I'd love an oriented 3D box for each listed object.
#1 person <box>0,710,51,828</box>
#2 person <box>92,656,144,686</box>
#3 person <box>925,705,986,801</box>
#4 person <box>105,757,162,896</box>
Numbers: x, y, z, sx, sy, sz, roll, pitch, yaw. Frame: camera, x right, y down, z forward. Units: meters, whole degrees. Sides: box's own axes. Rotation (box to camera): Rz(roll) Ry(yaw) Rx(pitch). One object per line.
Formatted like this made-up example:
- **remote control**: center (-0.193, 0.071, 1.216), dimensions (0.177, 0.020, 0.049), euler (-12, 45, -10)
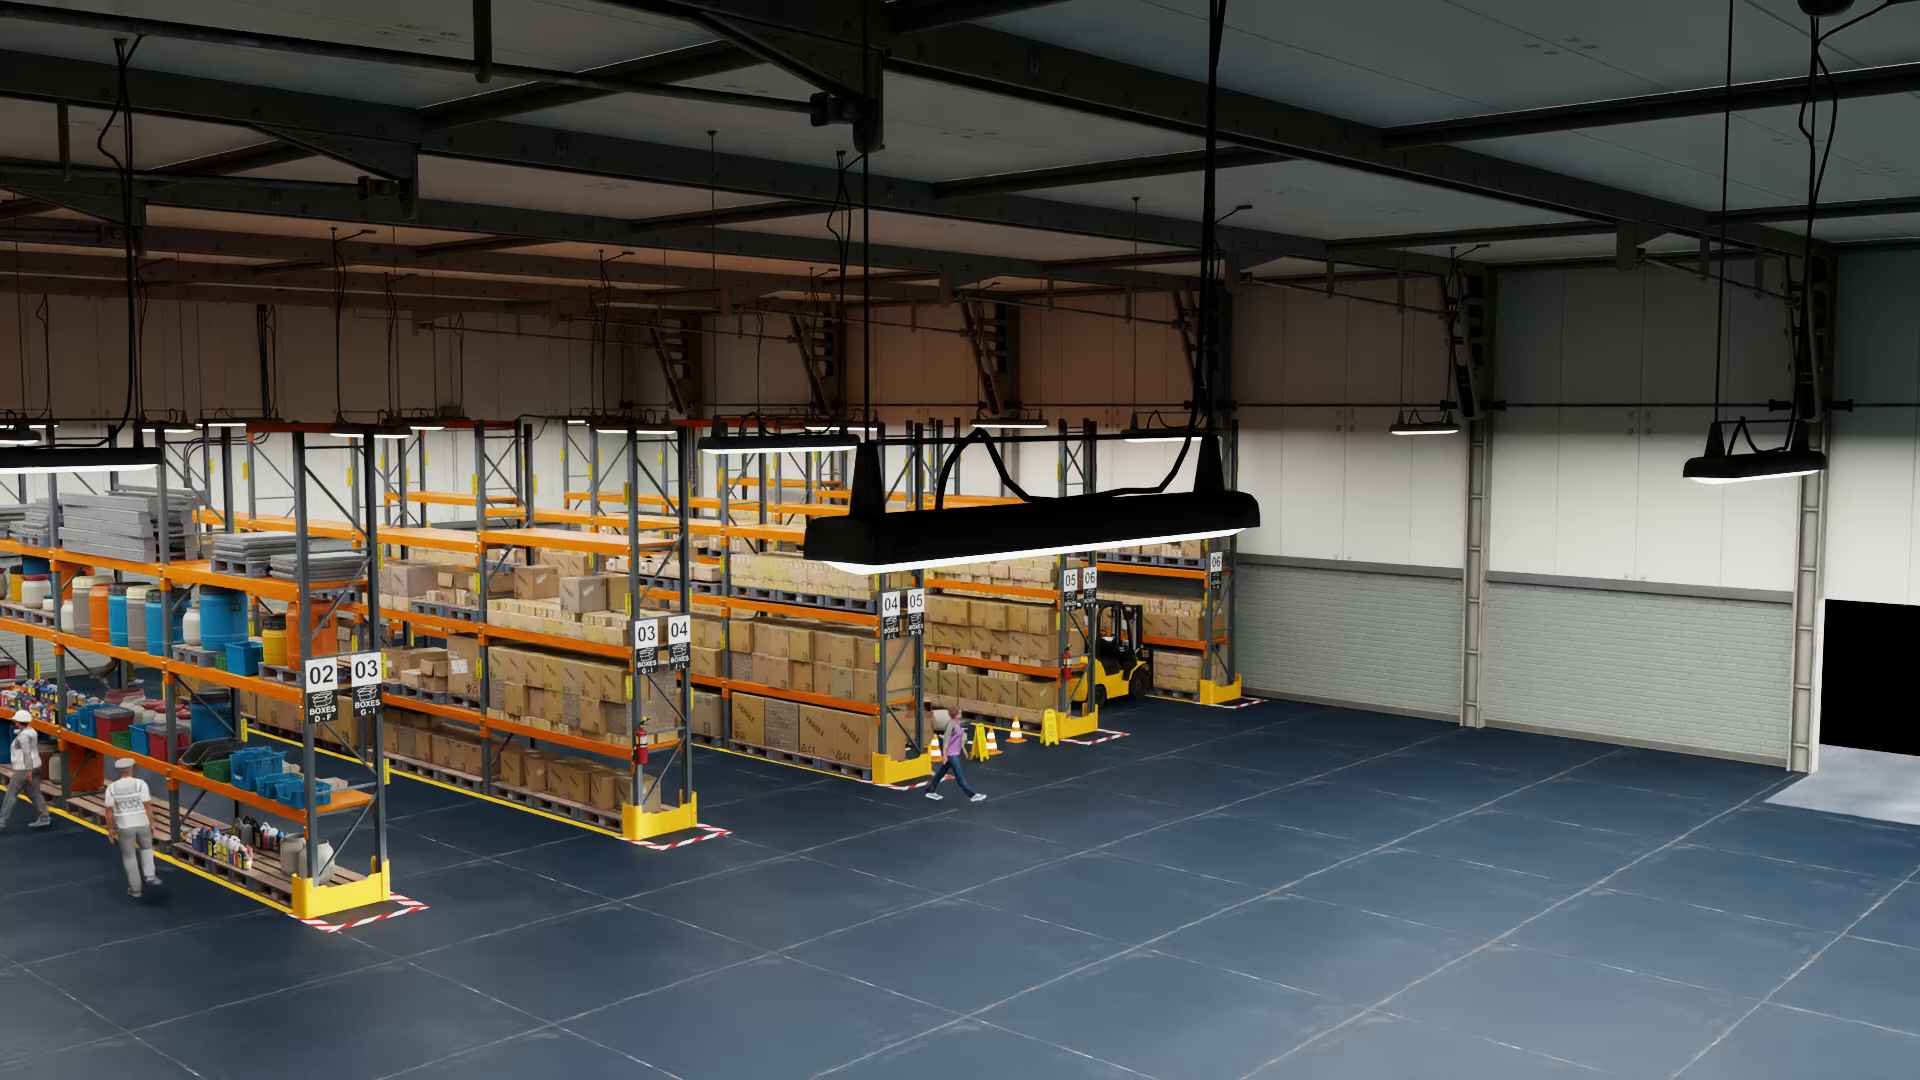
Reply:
- **person**: center (-14.055, 3.422, 24.817), dimensions (0.833, 1.770, 0.608), euler (-1, 5, -8)
- **person**: center (-18.929, 2.405, 37.332), dimensions (1.062, 1.743, 0.591), euler (-2, 5, -22)
- **person**: center (-0.066, 3.390, 26.383), dimensions (1.020, 1.520, 0.430), euler (1, 5, 7)
- **person**: center (-10.660, 3.695, 21.439), dimensions (0.597, 1.754, 0.549), euler (-4, 6, -40)
